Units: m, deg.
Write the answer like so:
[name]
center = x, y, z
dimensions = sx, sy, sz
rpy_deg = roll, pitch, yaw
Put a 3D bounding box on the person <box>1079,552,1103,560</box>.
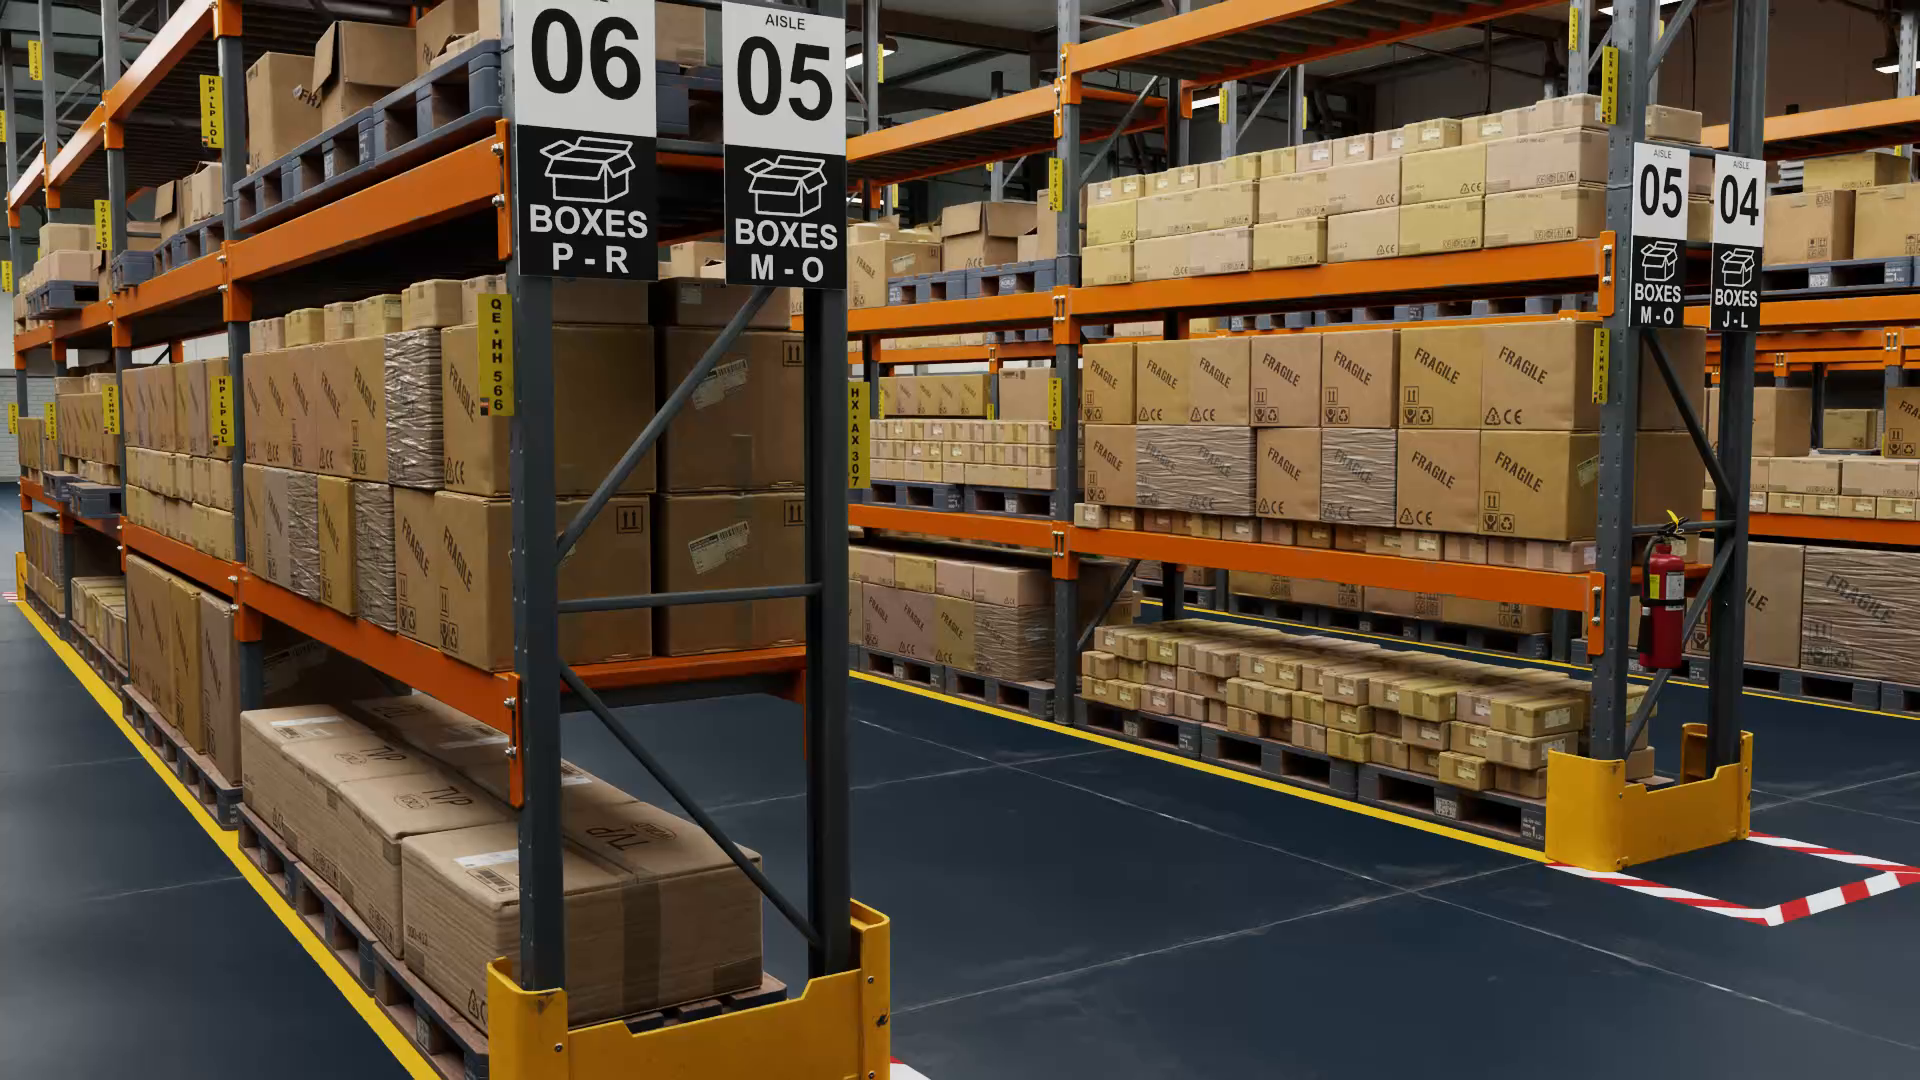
[person]
center = 1.212, -0.121, 16.024
dimensions = 0.442, 1.843, 0.591
rpy_deg = -3, 5, -29
